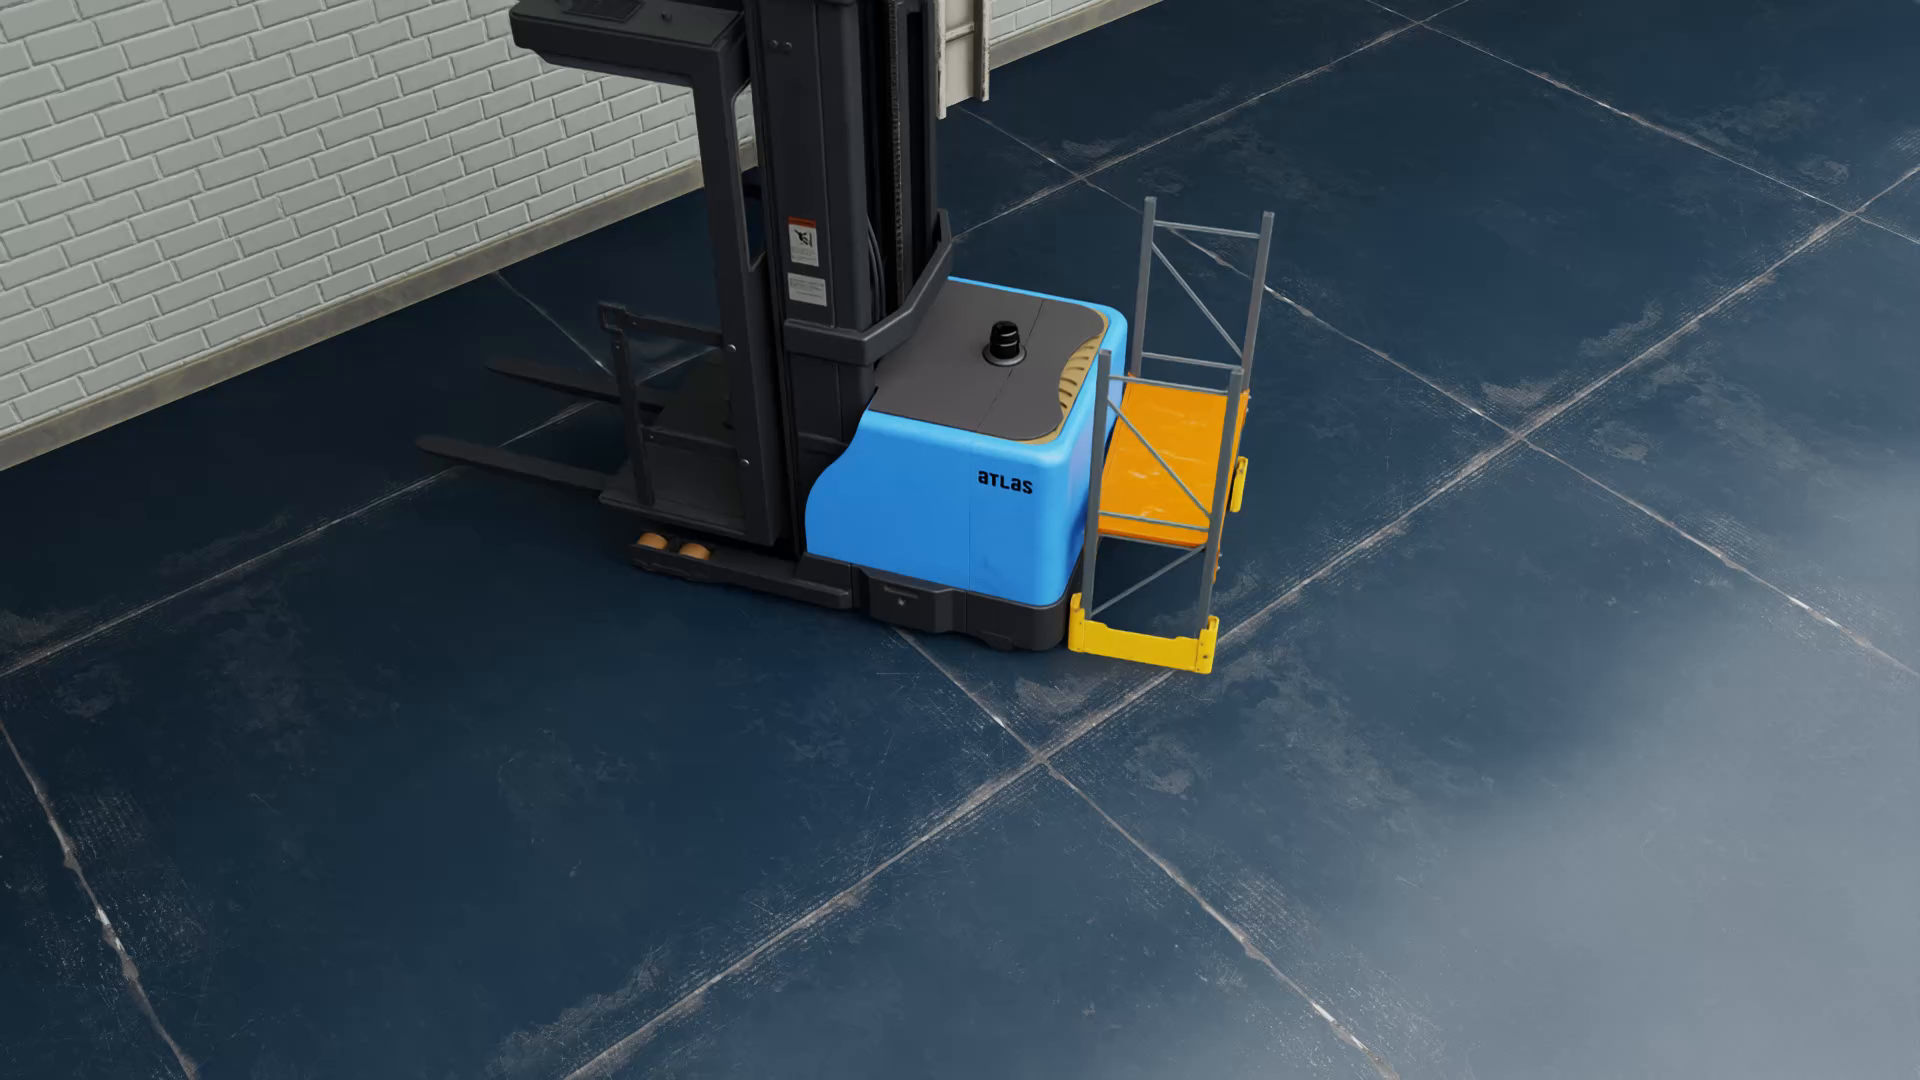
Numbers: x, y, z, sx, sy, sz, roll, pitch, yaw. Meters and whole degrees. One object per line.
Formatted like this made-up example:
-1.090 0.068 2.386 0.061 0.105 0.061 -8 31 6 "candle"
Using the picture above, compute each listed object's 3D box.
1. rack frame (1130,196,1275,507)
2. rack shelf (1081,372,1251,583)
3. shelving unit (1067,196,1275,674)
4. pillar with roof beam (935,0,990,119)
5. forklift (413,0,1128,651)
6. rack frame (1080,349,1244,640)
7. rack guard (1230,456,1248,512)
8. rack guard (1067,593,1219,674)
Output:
0.965 -0.743 6.946 0.500 1.500 0.032 9 44 10 "rack frame"
0.845 -0.274 6.709 0.538 0.185 1.000 9 44 10 "rack shelf"
0.847 -0.411 6.592 0.587 1.500 1.083 9 44 10 "shelving unit"
2.692 -3.695 4.611 0.400 9.000 9.100 -30 51 -28 "pillar with roof beam"
-0.888 -1.221 6.409 3.031 2.935 1.130 13 45 13 "forklift"
0.725 -0.067 6.226 0.500 1.500 0.032 9 44 10 "rack frame"
0.964 -0.287 7.373 0.587 0.250 0.087 9 44 10 "rack guard"
0.729 0.376 6.667 0.587 0.250 0.087 9 44 10 "rack guard"
